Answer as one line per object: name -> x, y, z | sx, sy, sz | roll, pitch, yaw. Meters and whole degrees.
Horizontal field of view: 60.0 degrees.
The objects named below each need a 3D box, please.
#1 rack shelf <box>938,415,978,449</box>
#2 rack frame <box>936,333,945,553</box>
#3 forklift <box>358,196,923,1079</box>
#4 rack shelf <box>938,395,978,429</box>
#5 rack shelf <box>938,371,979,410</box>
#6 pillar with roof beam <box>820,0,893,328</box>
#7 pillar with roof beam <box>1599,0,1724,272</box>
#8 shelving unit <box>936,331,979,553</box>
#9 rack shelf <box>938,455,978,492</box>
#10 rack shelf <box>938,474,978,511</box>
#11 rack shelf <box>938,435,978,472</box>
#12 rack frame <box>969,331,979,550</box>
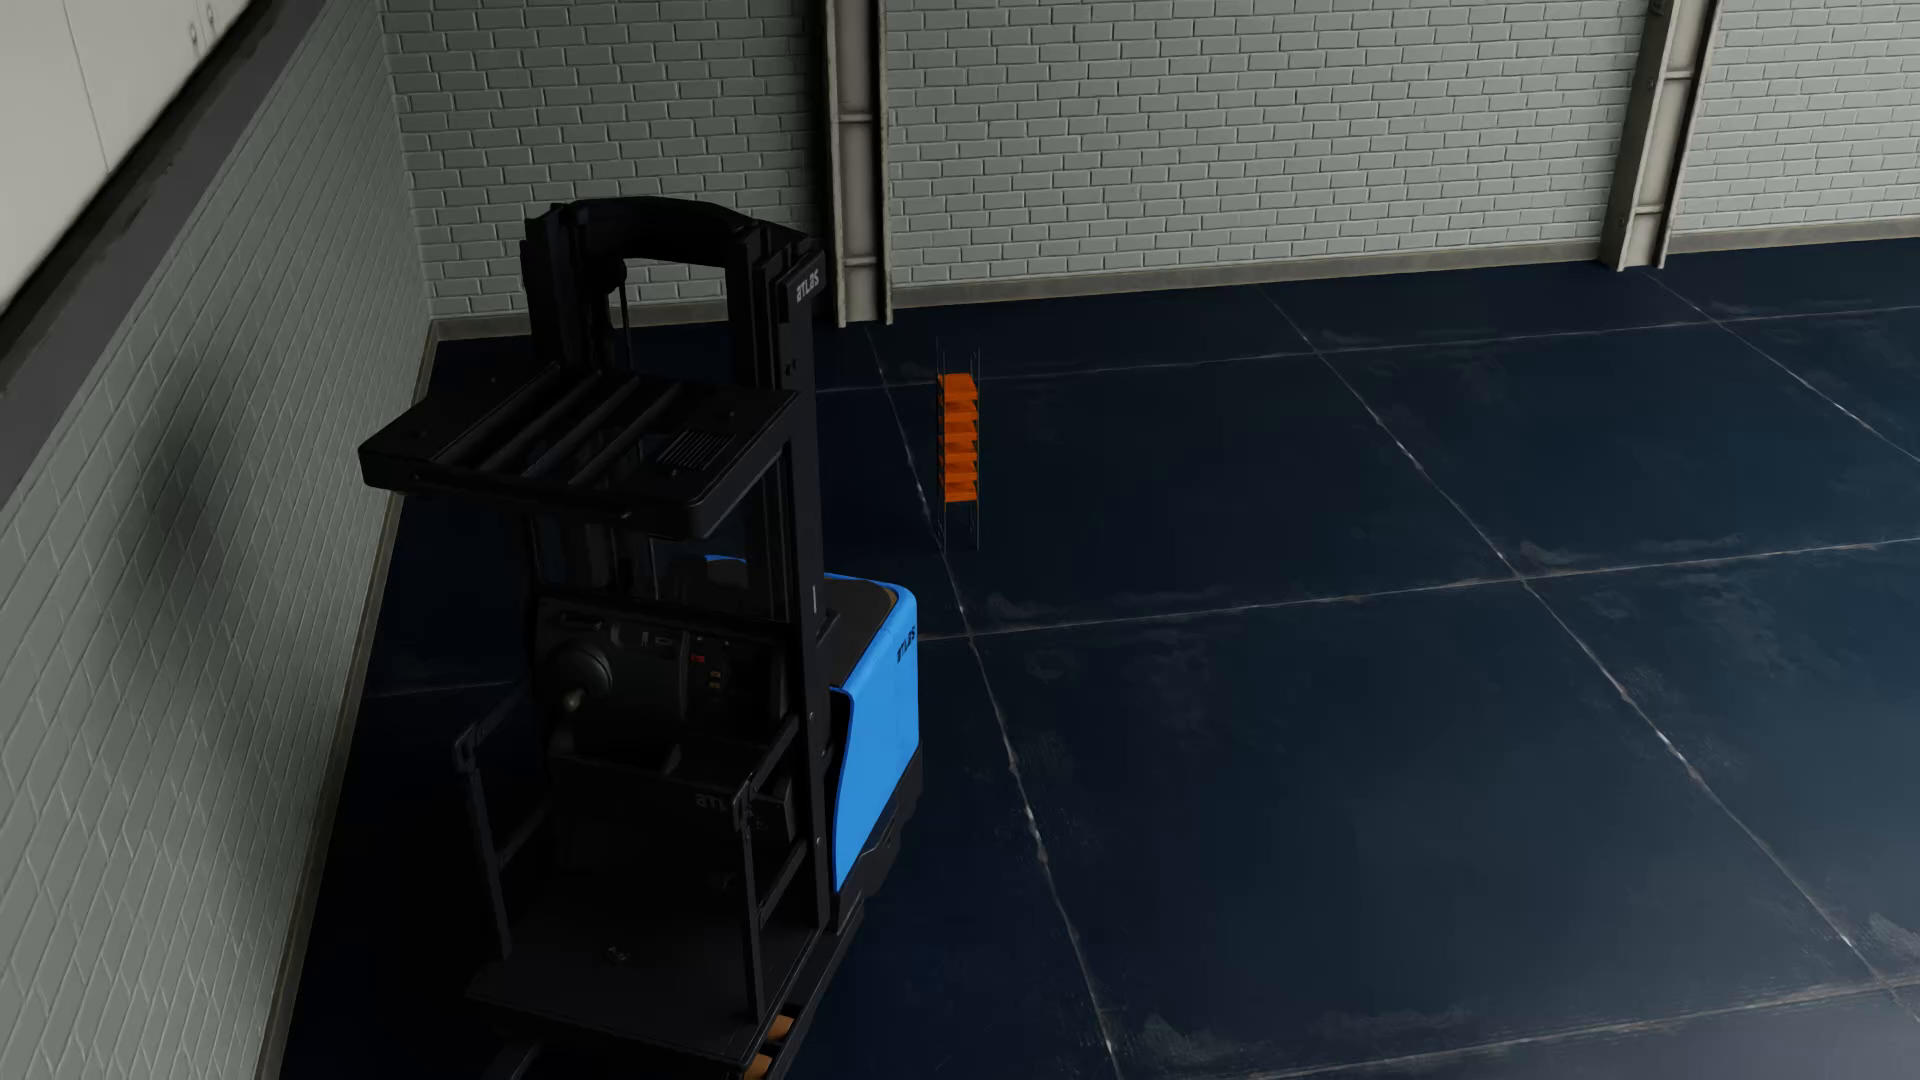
rack shelf -> -0.014, -0.581, 8.905 | 0.180, 0.103, 0.258 | -5, 31, -9
rack frame -> -0.104, -0.508, 8.929 | 0.006, 1.200, 0.240 | -5, 31, -9
forklift -> -1.092, 0.492, 5.522 | 1.130, 2.935, 3.031 | 9, 32, 15
rack shelf -> -0.014, -0.684, 8.844 | 0.180, 0.103, 0.258 | -5, 31, -9
rack shelf -> -0.014, -0.788, 8.784 | 0.180, 0.103, 0.258 | -5, 31, -9
pillar with roof beam -> 0.075, -3.336, 6.045 | 0.400, 9.000, 9.100 | -5, 31, -9
pillar with roof beam -> 5.976, -3.883, 6.976 | 0.400, 9.000, 9.100 | -5, 31, -9
shelving unit -> -0.014, -0.516, 8.944 | 0.189, 1.200, 0.258 | -5, 31, -9
rack shelf -> -0.014, -0.374, 9.027 | 0.180, 0.103, 0.258 | -5, 31, -9
rack shelf -> -0.014, -0.271, 9.088 | 0.180, 0.103, 0.258 | -5, 31, -9
rack shelf -> -0.014, -0.478, 8.966 | 0.180, 0.103, 0.258 | -5, 31, -9
rack frame -> 0.076, -0.524, 8.958 | 0.006, 1.200, 0.240 | -5, 31, -9
